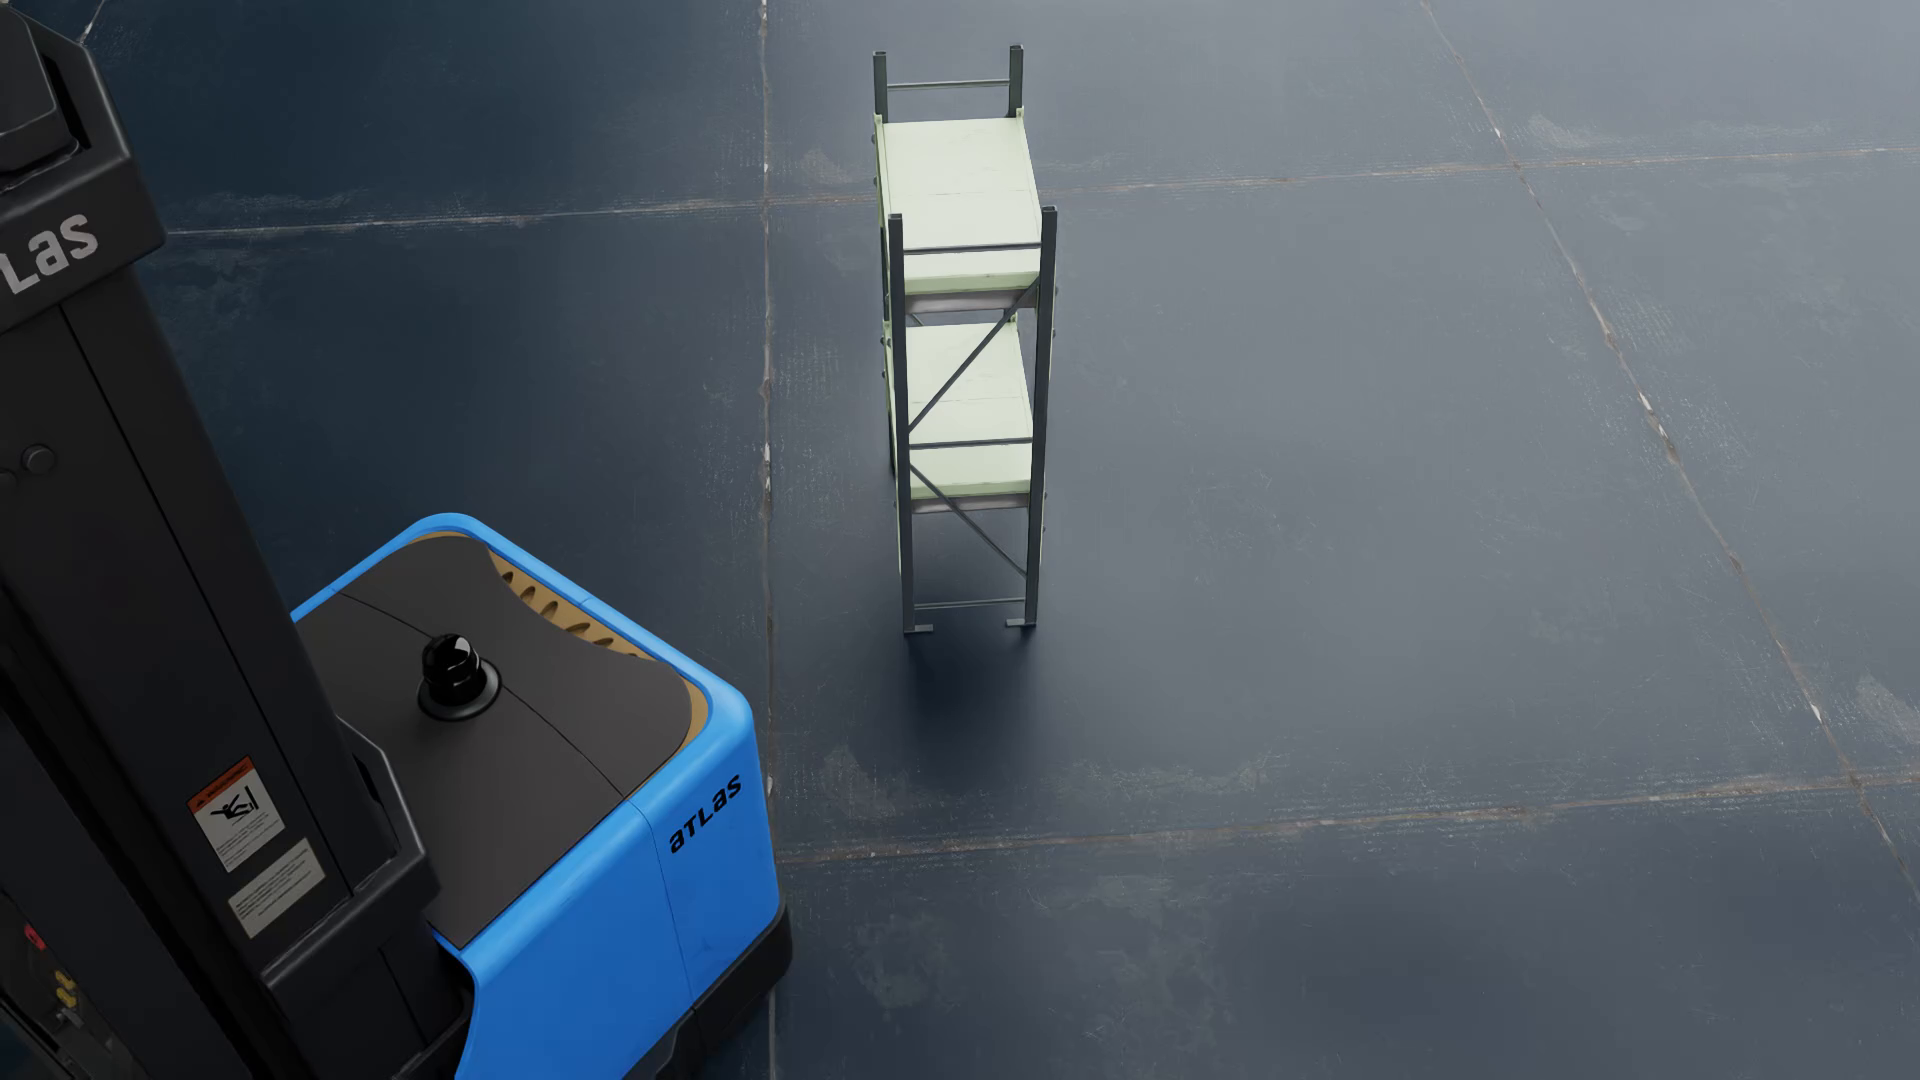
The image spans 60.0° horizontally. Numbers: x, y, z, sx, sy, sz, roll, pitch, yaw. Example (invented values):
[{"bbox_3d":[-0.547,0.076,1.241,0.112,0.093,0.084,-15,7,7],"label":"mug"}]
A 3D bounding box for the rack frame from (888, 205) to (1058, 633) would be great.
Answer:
[{"bbox_3d":[0.030,-0.256,4.459,0.400,1.500,0.023,-3,47,-3],"label":"rack frame"}]

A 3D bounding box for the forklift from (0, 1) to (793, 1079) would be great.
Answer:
[{"bbox_3d":[-1.715,0.703,2.566,1.130,2.935,3.031,29,53,25],"label":"forklift"}]

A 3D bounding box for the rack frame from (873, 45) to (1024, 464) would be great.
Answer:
[{"bbox_3d":[-0.031,-0.785,4.961,0.400,1.500,0.023,-3,47,-3],"label":"rack frame"}]

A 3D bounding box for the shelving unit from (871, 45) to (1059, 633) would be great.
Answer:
[{"bbox_3d":[-0.001,-0.521,4.710,0.431,1.500,0.755,-3,47,-3],"label":"shelving unit"}]

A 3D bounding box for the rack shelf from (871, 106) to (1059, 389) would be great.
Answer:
[{"bbox_3d":[-0.001,-0.789,4.427,0.431,0.370,0.720,-3,47,-3],"label":"rack shelf"}]

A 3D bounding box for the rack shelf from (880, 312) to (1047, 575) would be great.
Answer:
[{"bbox_3d":[-0.001,-0.296,4.947,0.431,0.370,0.720,-3,47,-3],"label":"rack shelf"}]
